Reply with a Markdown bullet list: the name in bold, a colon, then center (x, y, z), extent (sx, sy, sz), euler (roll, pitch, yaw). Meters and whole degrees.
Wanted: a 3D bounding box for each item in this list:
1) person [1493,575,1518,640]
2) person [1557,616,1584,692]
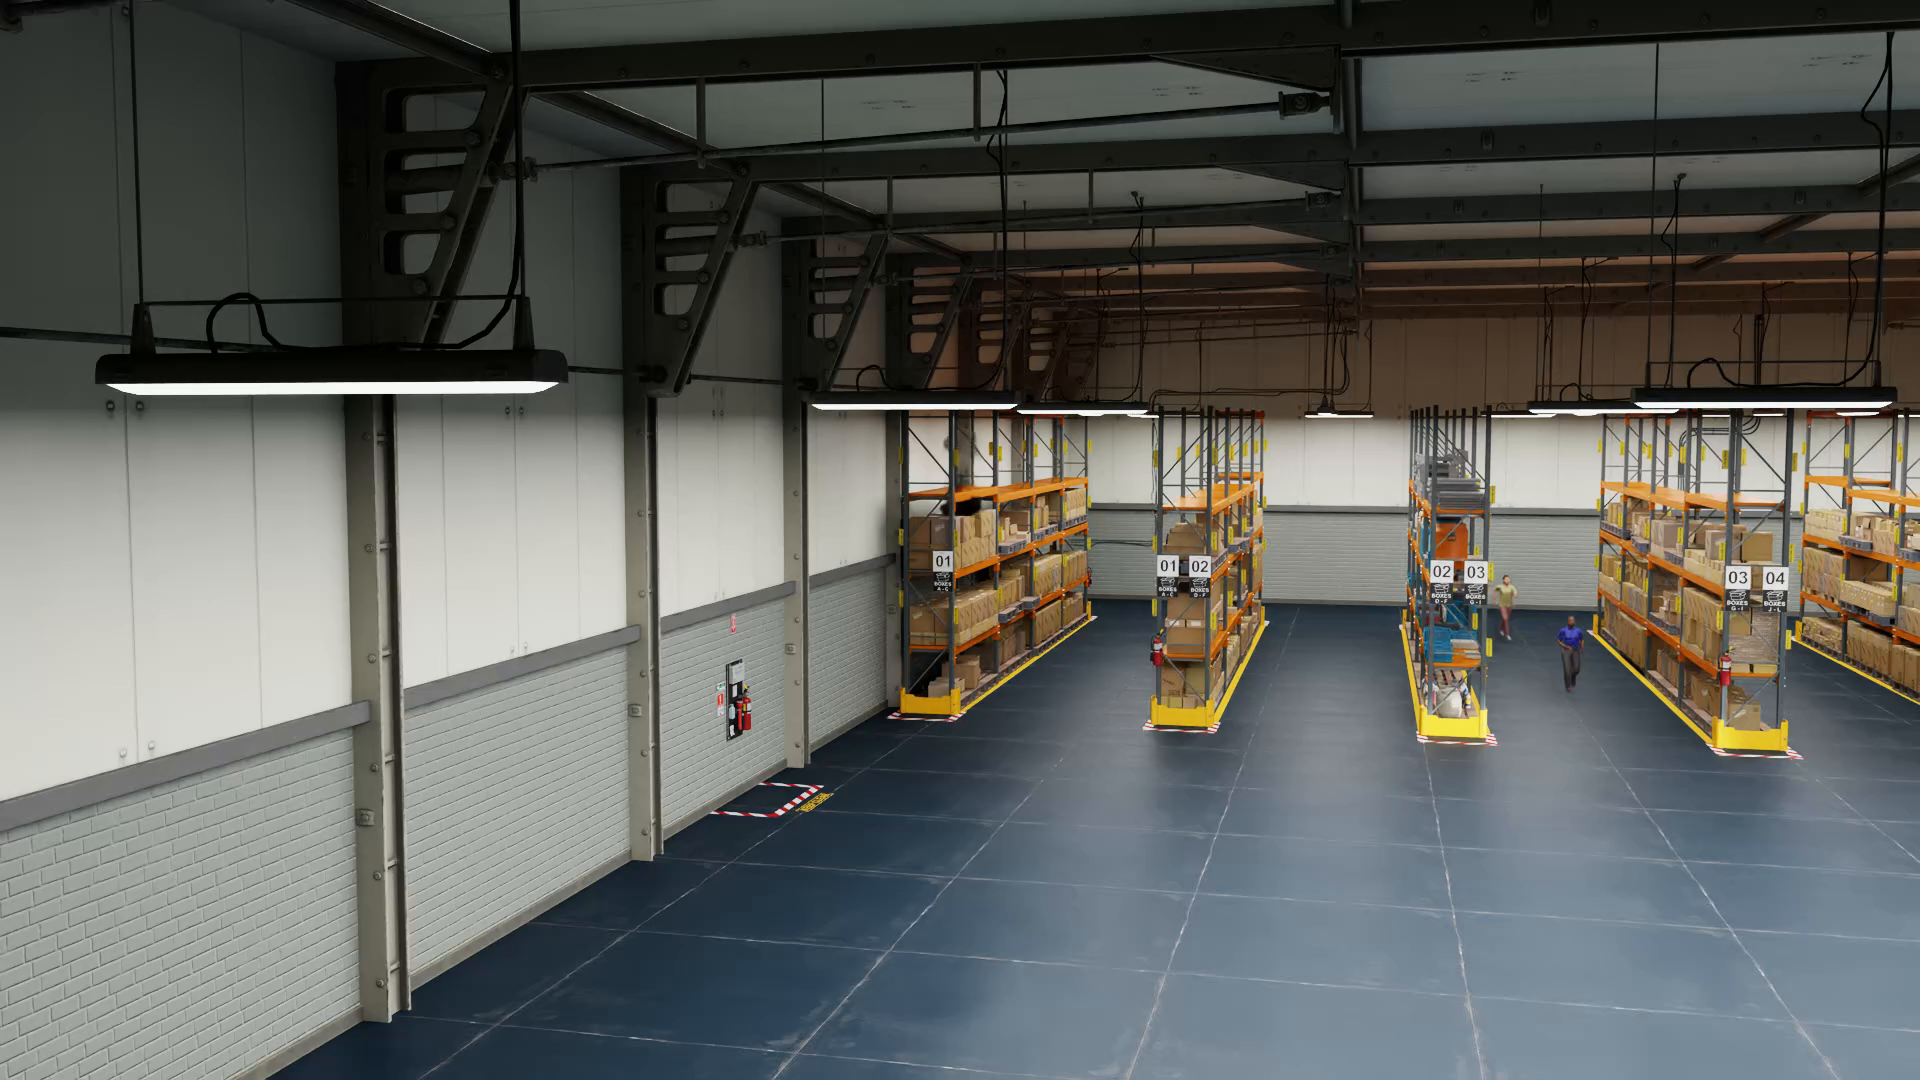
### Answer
- **person**: center (14.277, 1.740, 43.499), extent (0.568, 1.662, 0.946), euler (0, 4, -2)
- **person**: center (12.892, 2.414, 35.049), extent (0.570, 1.605, 0.529), euler (1, 4, 8)
